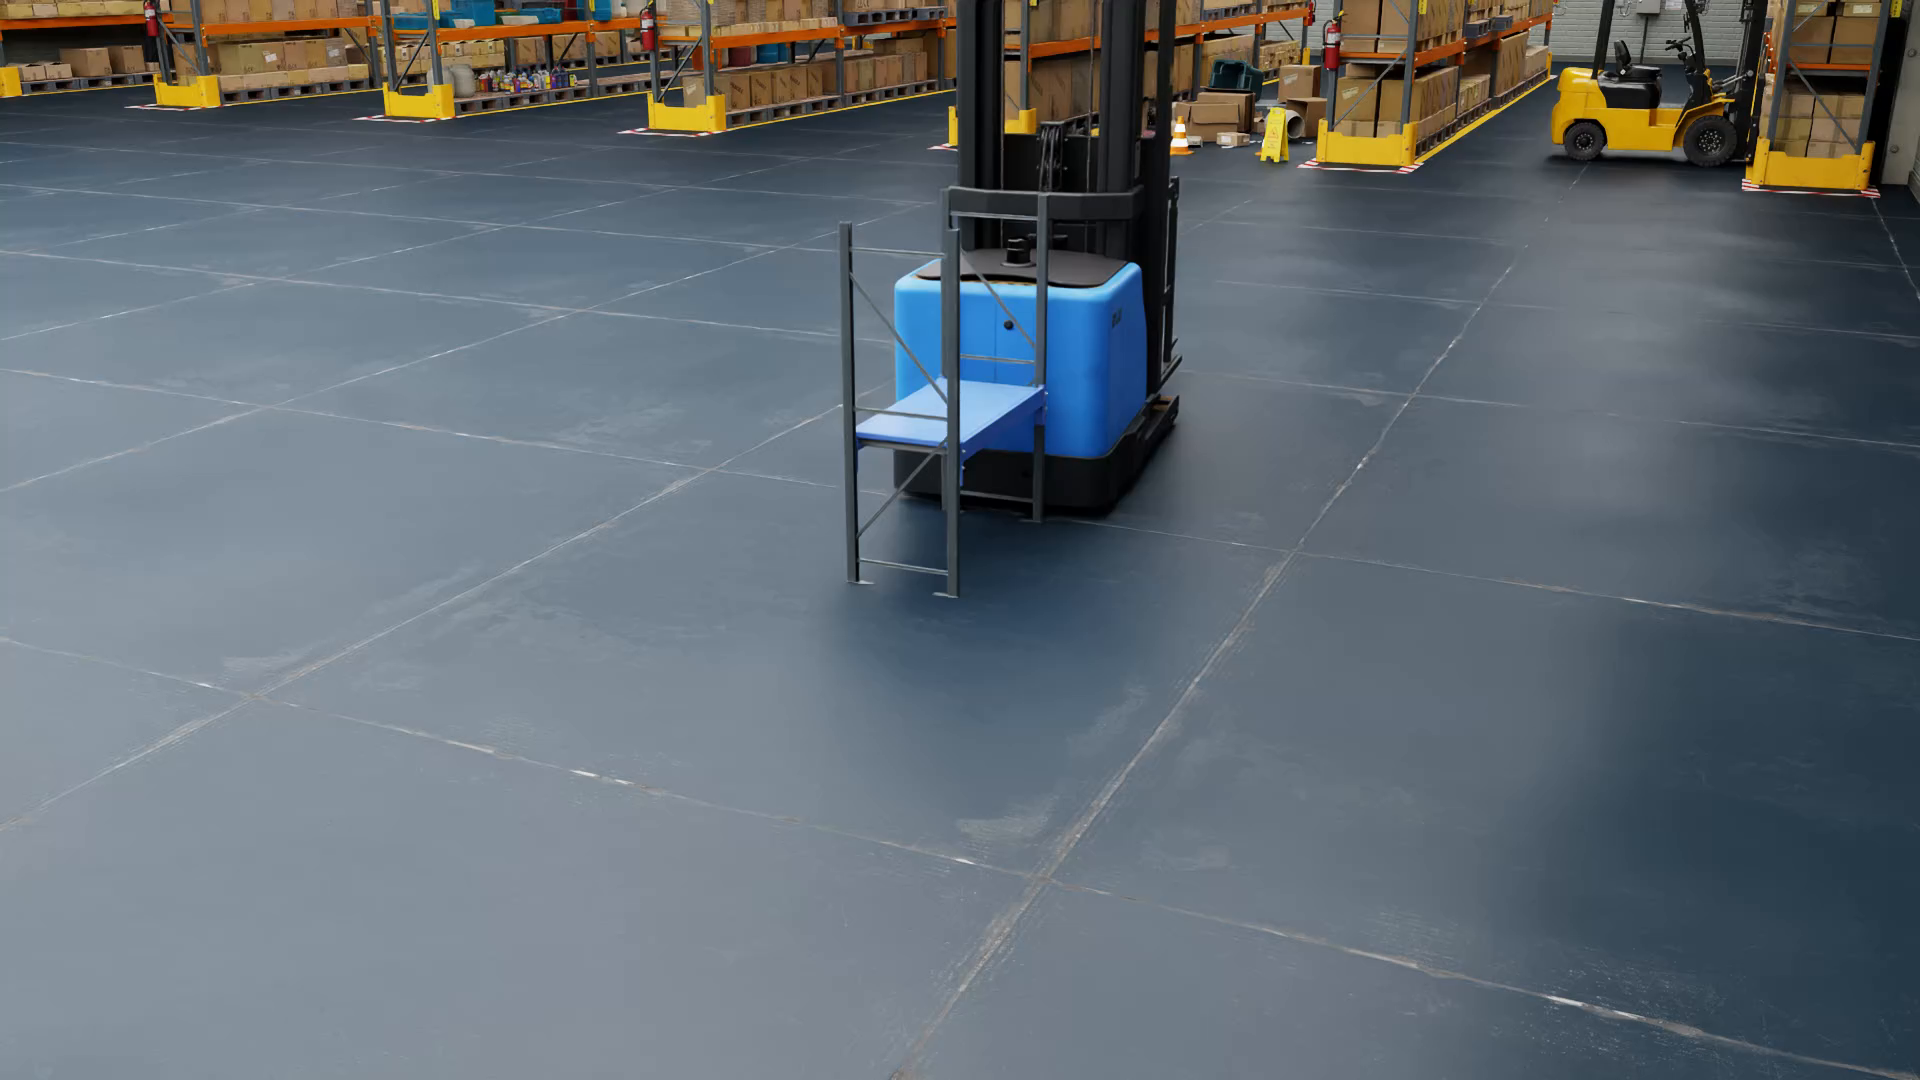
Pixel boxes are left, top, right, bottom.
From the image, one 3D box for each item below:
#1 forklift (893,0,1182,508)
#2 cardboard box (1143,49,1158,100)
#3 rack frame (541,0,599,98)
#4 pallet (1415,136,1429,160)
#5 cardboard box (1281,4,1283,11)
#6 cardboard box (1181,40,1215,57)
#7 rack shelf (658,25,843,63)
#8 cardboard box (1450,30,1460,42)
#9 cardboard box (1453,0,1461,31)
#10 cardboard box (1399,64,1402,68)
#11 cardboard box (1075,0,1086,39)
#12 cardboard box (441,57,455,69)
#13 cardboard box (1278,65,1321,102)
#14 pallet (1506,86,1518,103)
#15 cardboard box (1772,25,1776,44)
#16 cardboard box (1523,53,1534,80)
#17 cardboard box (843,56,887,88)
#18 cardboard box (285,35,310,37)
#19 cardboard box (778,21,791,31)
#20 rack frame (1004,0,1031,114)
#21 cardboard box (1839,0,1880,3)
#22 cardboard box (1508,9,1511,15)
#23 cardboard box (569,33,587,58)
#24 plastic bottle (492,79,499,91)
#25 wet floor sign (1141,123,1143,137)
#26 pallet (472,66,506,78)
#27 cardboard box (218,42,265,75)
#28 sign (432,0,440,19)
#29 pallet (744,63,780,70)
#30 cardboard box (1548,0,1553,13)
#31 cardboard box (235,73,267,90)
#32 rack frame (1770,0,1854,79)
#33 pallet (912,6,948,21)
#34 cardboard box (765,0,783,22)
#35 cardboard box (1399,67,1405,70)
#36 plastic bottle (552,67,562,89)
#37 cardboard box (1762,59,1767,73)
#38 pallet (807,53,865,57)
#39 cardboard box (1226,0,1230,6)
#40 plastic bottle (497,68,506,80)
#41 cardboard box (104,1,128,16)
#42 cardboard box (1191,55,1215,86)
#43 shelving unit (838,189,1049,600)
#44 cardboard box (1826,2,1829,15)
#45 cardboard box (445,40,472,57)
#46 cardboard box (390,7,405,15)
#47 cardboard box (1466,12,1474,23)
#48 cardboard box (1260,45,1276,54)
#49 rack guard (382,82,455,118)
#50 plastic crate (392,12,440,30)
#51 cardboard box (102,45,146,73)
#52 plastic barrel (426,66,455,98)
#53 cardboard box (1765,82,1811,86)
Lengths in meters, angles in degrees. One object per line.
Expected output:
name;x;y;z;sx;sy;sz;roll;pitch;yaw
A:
forklift;0.592;-1.988;8.684;1.130;2.935;3.031;6;20;16
cardboard box;2.651;-7.588;27.059;1.050;0.750;0.750;9;21;23
rack frame;-6.922;-9.345;29.268;1.000;3.000;0.127;9;21;23
pallet;5.396;-5.035;21.313;1.003;0.211;1.213;9;21;23
cardboard box;6.333;-10.820;33.792;0.380;0.149;0.250;9;22;25
cardboard box;4.222;-8.727;29.517;0.500;0.250;0.500;8;21;20
rack shelf;-3.222;-7.715;25.759;1.077;0.370;4.000;9;21;23
cardboard box;6.689;-6.970;22.965;0.380;0.149;0.250;9;22;24
cardboard box;6.478;-7.164;22.544;0.500;0.500;0.500;9;22;25
cardboard box;5.835;-6.536;22.760;0.380;0.149;0.250;9;22;25
cardboard box;1.282;-7.414;23.616;0.875;0.550;0.500;9;21;23
cardboard box;-10.419;-9.487;33.146;0.500;0.250;0.500;9;21;24
cardboard box;5.002;-6.719;24.487;0.500;0.500;0.500;9;21;23
pallet;9.169;-7.817;29.133;1.003;0.211;1.213;9;21;23
cardboard box;11.136;-6.745;22.181;0.500;0.250;0.500;9;22;24
cardboard box;10.269;-8.919;31.268;0.875;0.438;0.875;8;21;22
cardboard box;-1.691;-8.194;29.106;0.700;0.500;0.500;7;21;18
cardboard box;-14.569;-10.729;36.235;0.700;0.500;0.500;9;21;23
cardboard box;-2.851;-7.984;25.818;0.380;0.149;0.250;9;21;23
rack frame;0.443;-6.731;21.919;1.000;3.000;0.127;9;21;23
cardboard box;9.862;-5.969;18.215;0.380;0.149;0.250;8;21;22
cardboard box;8.900;-8.732;27.769;0.500;0.250;0.500;8;21;21
cardboard box;-8.520;-11.007;37.017;0.500;0.500;0.500;9;21;23
plastic bottle;-7.901;-7.737;28.266;0.097;0.201;0.097;0;20;0
wet floor sign;2.237;-5.341;21.524;0.267;0.644;0.232;5;20;13
pallet;-10.174;-9.688;34.396;1.003;0.211;1.213;9;21;23
cardboard box;-12.452;-8.345;28.815;0.500;0.500;0.500;9;21;23
sign;-8.060;-8.176;25.568;0.100;0.325;0.005;9;21;23
pallet;-4.498;-9.872;34.913;1.003;0.211;1.213;9;21;23
cardboard box;11.596;-10.837;33.315;0.500;0.500;0.500;9;21;23
cardboard box;-12.453;-7.992;28.941;0.500;0.250;0.500;9;21;23
rack frame;11.168;-6.625;21.622;1.000;3.000;0.127;9;21;23
pallet;-0.960;-9.565;30.174;1.213;0.211;1.003;9;21;23
cardboard box;-3.236;-8.261;25.629;0.875;0.500;0.500;9;21;23
cardboard box;5.942;-6.252;22.931;0.500;0.500;0.500;9;22;25
plastic bottle;-7.001;-8.009;28.809;0.144;0.351;0.185;7;21;20
cardboard box;14.041;-7.974;28.518;0.500;0.500;0.500;10;22;25
pallet;-2.882;-11.081;38.312;1.003;0.211;1.213;9;21;23
cardboard box;4.735;-9.850;30.437;0.380;0.149;0.250;8;21;21
plastic bottle;-7.882;-7.926;28.577;0.144;0.351;0.185;8;21;22
cardboard box;-16.281;-10.149;31.725;0.500;0.250;0.500;8;21;22
cardboard box;4.241;-8.378;29.653;0.500;0.500;0.500;8;21;20
shelving unit;-0.043;-0.656;7.075;0.538;1.500;1.048;8;21;21
cardboard box;9.656;-6.053;18.895;0.380;0.149;0.250;9;21;24
cardboard box;-10.207;-9.907;33.490;0.500;0.311;0.500;8;21;22
cardboard box;-10.890;-10.150;31.908;0.380;0.149;0.250;9;21;23
cardboard box;7.153;-7.510;23.859;0.380;0.149;0.250;9;21;23
cardboard box;6.177;-9.921;33.628;0.380;0.149;0.250;9;21;24
rack guard;-8.571;-6.974;26.332;1.175;0.500;0.348;9;21;23
plastic crate;-8.628;-8.246;26.401;0.499;0.251;0.616;9;21;23
cardboard box;-16.349;-9.411;32.528;0.500;0.500;0.500;7;21;19
plastic barrel;-8.360;-7.359;26.772;0.421;0.512;0.421;0;20;0
cardboard box;10.050;-5.426;20.234;0.500;0.250;0.500;8;21;22
